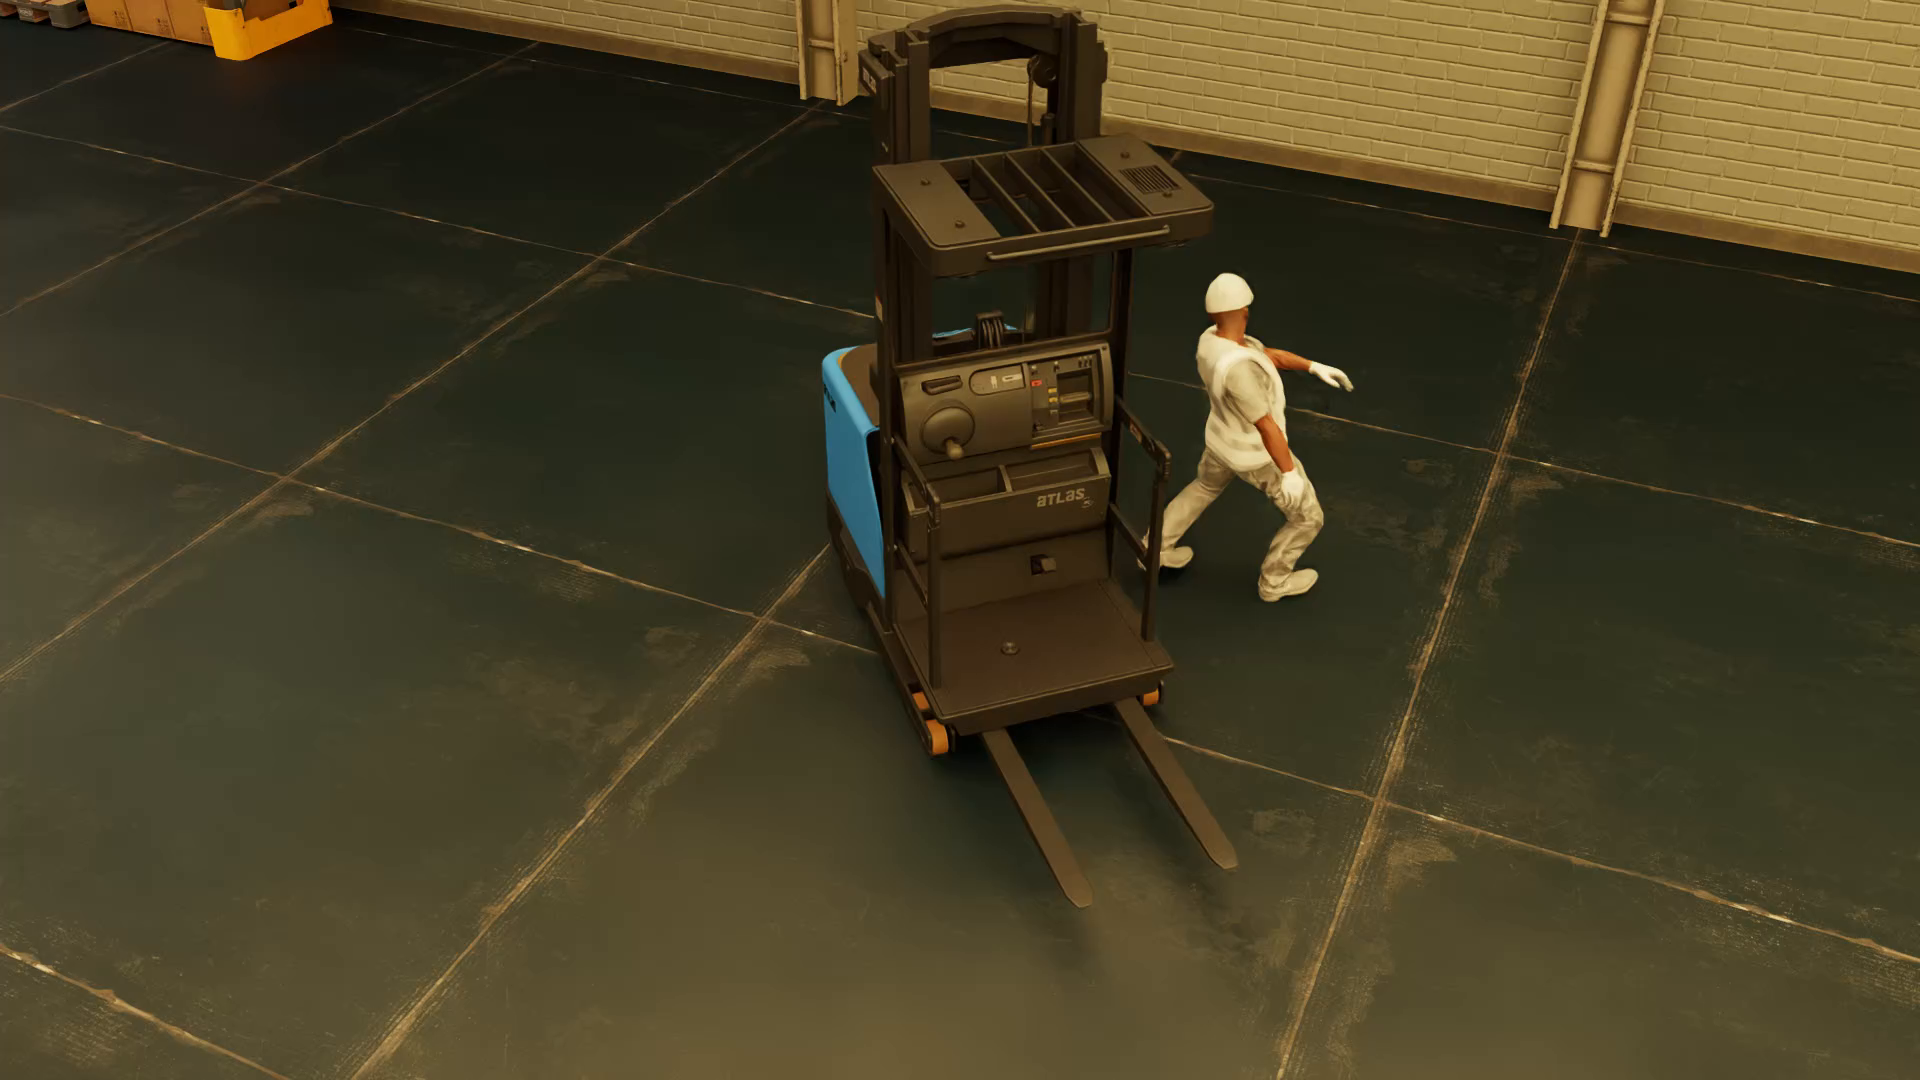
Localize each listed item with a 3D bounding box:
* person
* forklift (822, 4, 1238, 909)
[{"bbox_3d":[1.409,-0.428,7.795,0.869,1.659,0.803,-15,38,-20],"label":"person"},{"bbox_3d":[0.274,-0.516,6.810,1.130,2.935,3.031,-11,37,-15],"label":"forklift"}]
